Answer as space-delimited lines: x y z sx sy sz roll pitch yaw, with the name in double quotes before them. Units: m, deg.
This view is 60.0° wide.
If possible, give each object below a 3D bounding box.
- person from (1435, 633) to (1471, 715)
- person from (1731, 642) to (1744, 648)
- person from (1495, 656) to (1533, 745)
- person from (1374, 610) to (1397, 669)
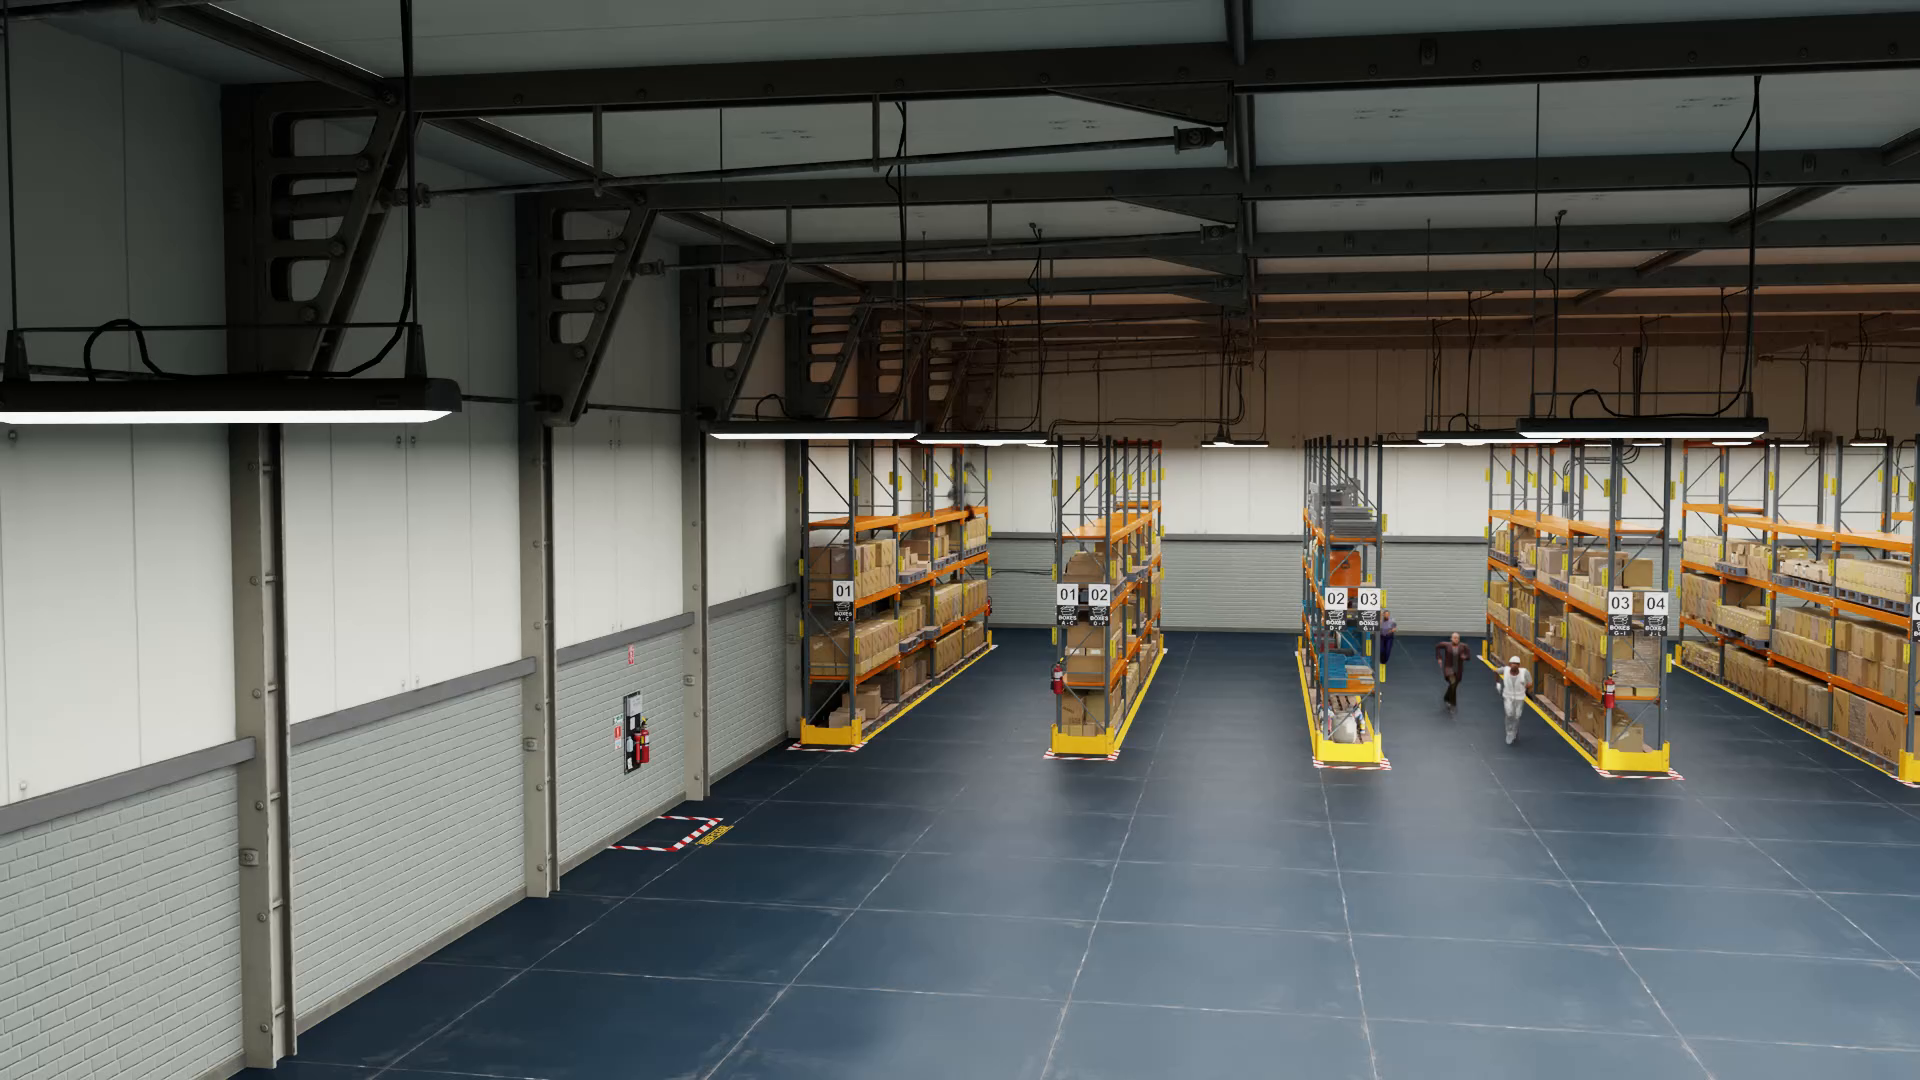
"person" 10.764 2.892 36.365 0.697 1.793 1.034 0 3 -3
"person" 21.067 2.492 44.762 0.587 1.684 0.535 -2 3 -28
"person" 10.768 3.098 32.343 0.667 1.737 0.935 1 3 12
"person" 11.088 2.608 43.375 0.592 1.571 0.665 0 3 5
